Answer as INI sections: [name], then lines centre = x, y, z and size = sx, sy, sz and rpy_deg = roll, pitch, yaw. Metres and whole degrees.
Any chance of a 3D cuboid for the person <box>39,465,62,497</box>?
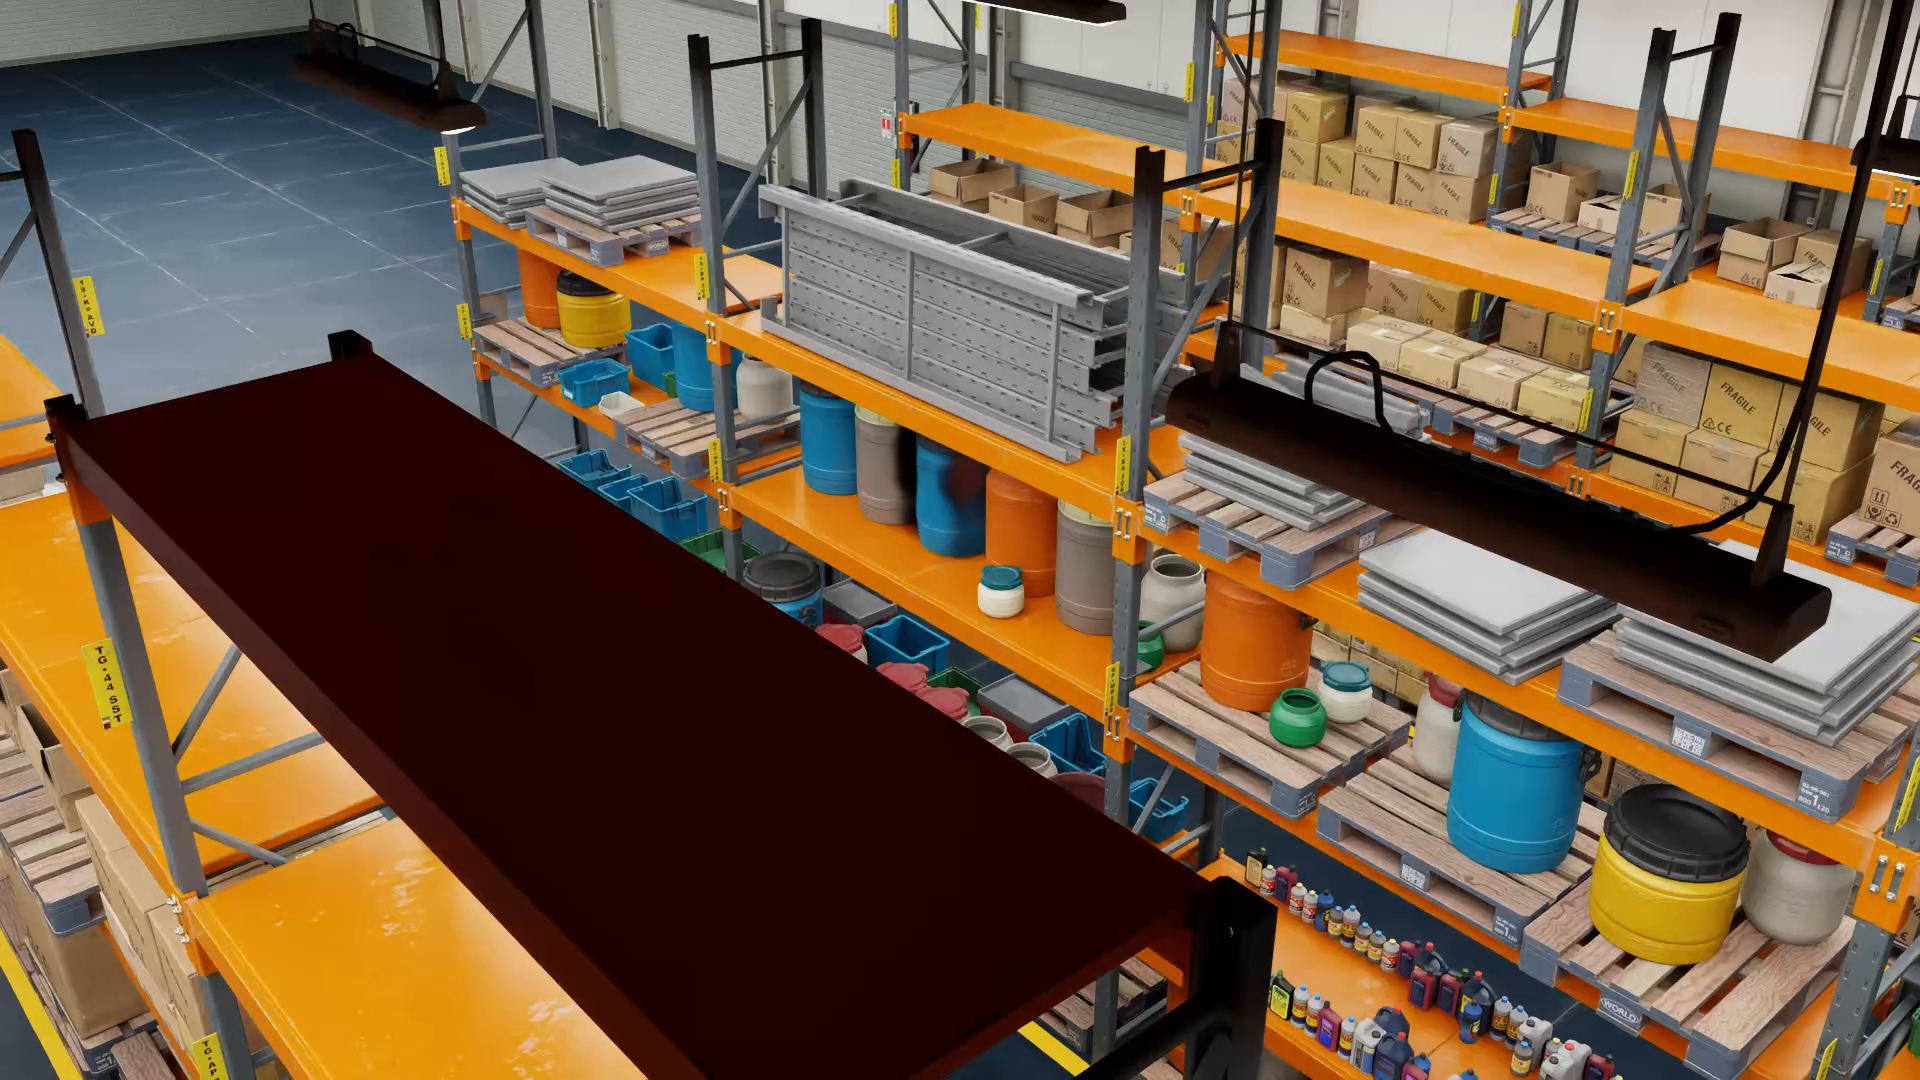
[person]
centre = -8.465, 0.037, 15.551
size = 0.626, 1.808, 0.395
rpy_deg = 2, 27, 4
